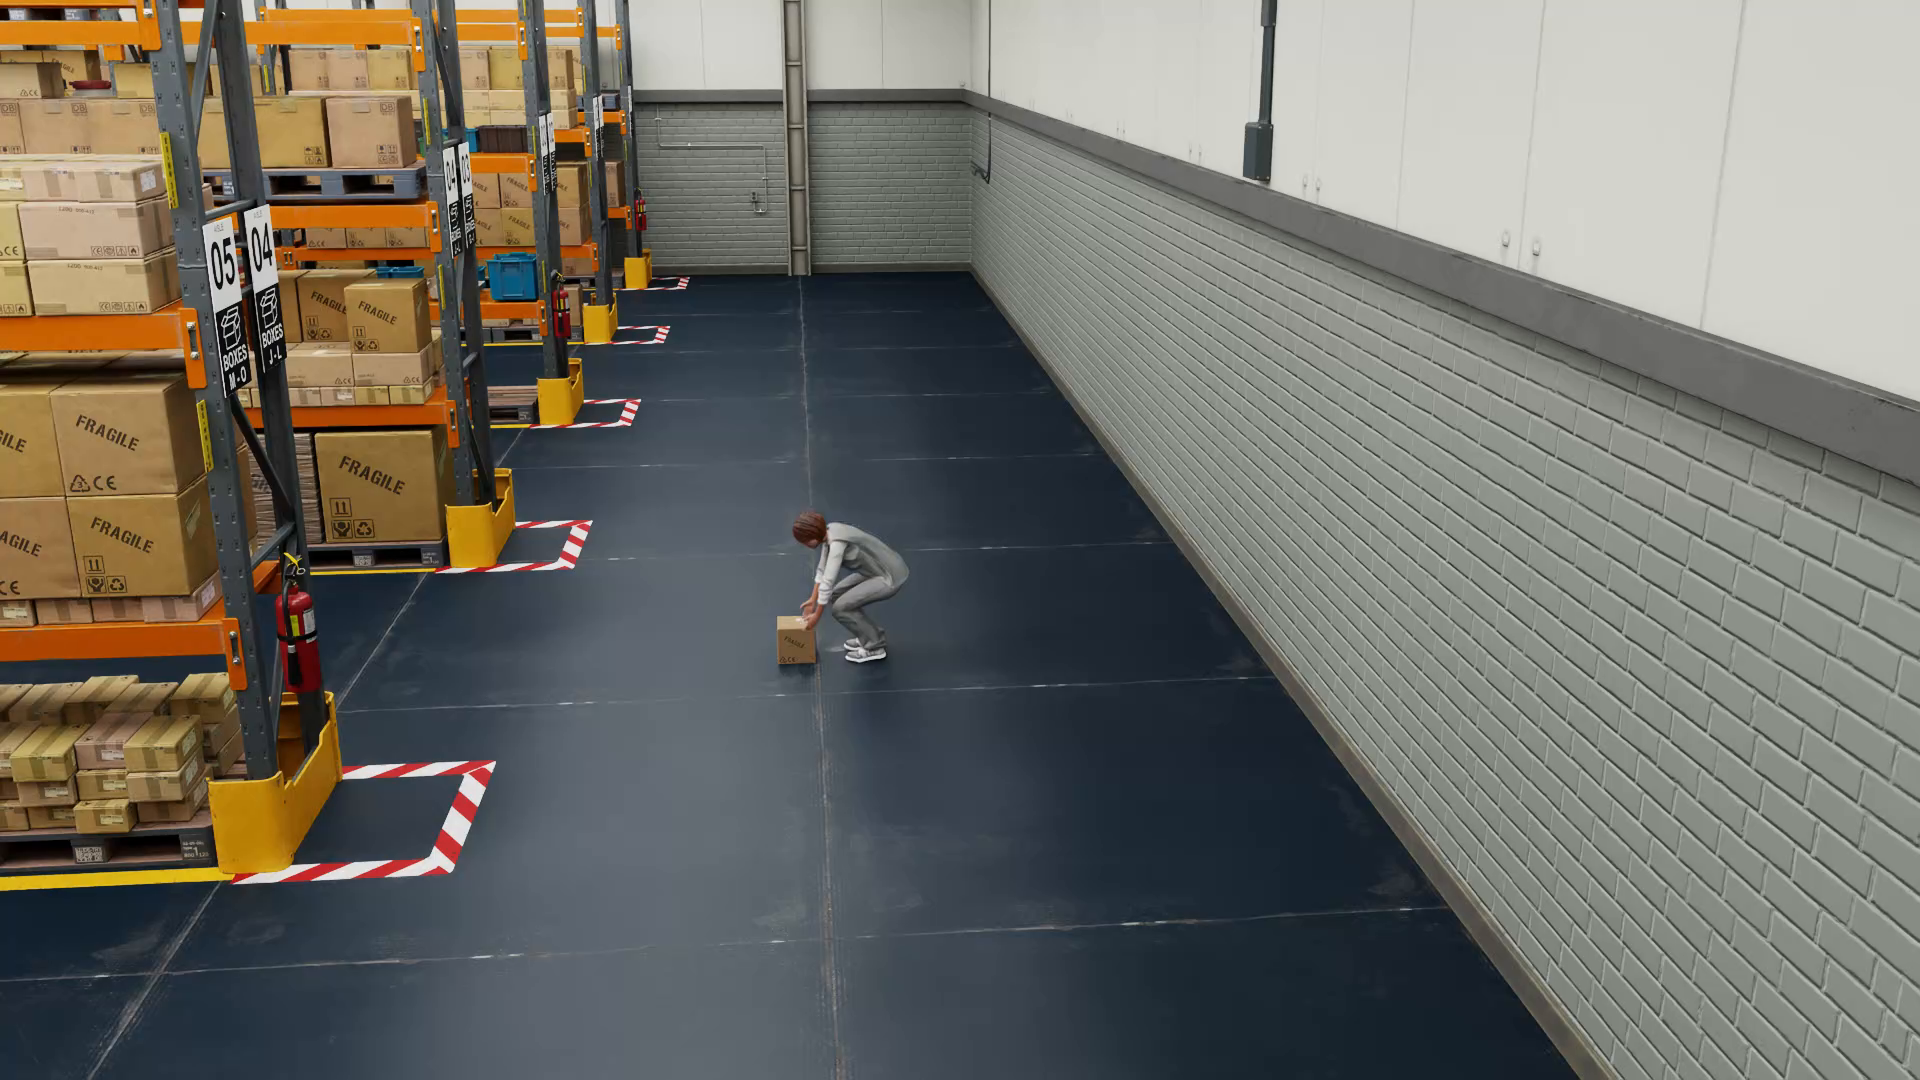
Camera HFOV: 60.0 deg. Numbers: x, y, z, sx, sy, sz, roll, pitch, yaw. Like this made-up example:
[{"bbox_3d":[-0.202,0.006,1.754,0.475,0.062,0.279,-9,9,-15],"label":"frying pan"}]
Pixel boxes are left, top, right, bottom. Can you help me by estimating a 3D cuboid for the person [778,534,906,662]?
[{"bbox_3d":[-0.786,0.382,11.118,0.856,0.832,0.429,-3,17,-8],"label":"person"}]
